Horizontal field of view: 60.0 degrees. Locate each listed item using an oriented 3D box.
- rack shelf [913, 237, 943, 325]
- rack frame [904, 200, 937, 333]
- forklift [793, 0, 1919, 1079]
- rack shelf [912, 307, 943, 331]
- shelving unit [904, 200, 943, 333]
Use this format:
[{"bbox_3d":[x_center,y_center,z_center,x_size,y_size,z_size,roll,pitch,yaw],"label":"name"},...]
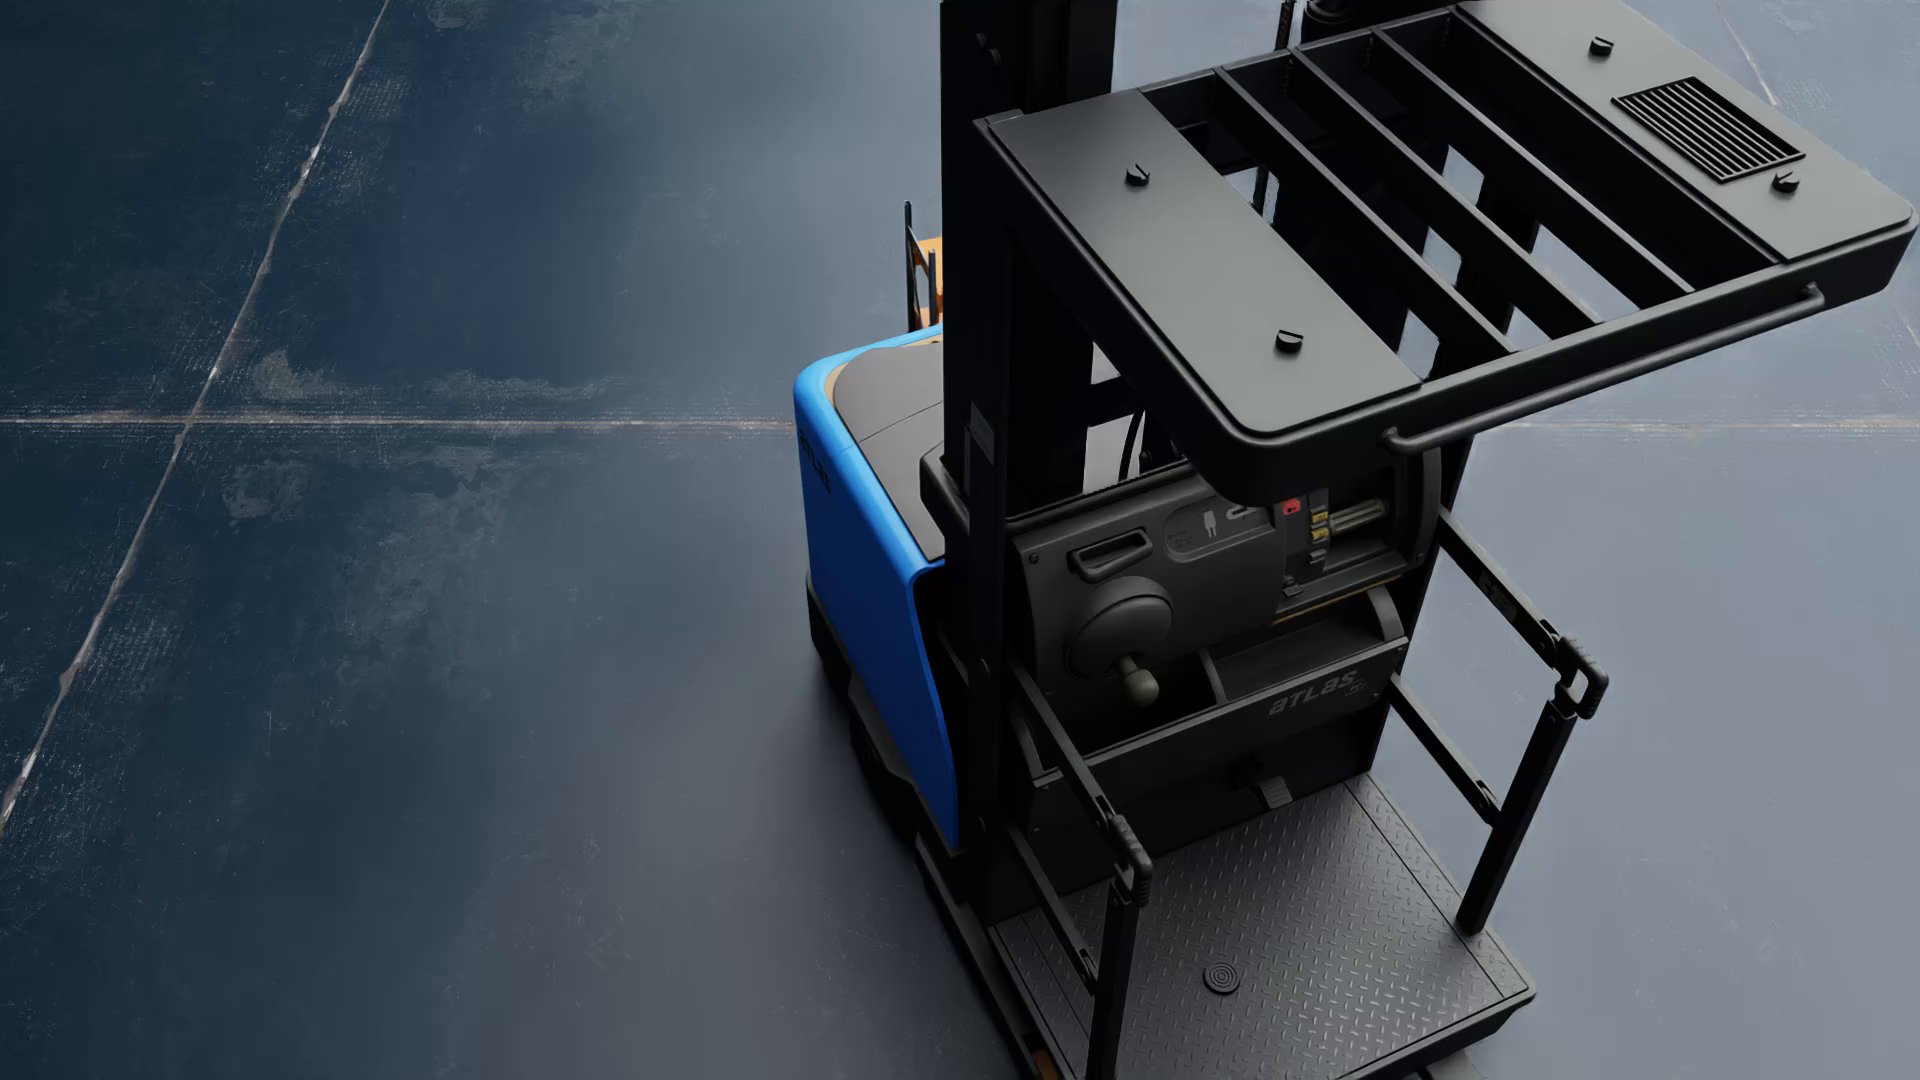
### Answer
[{"bbox_3d":[0.126,-0.742,4.584,0.480,0.148,0.258,-13,48,-12],"label":"rack shelf"},{"bbox_3d":[-0.106,-0.419,4.820,0.015,1.200,0.240,-13,48,-12],"label":"rack frame"},{"bbox_3d":[0.637,0.127,3.129,1.130,2.935,3.031,-19,50,-17],"label":"forklift"},{"bbox_3d":[0.126,-0.581,4.757,0.480,0.148,0.258,-13,48,-12],"label":"rack shelf"},{"bbox_3d":[0.126,-0.474,4.871,0.503,1.200,0.258,-13,48,-12],"label":"shelving unit"}]
